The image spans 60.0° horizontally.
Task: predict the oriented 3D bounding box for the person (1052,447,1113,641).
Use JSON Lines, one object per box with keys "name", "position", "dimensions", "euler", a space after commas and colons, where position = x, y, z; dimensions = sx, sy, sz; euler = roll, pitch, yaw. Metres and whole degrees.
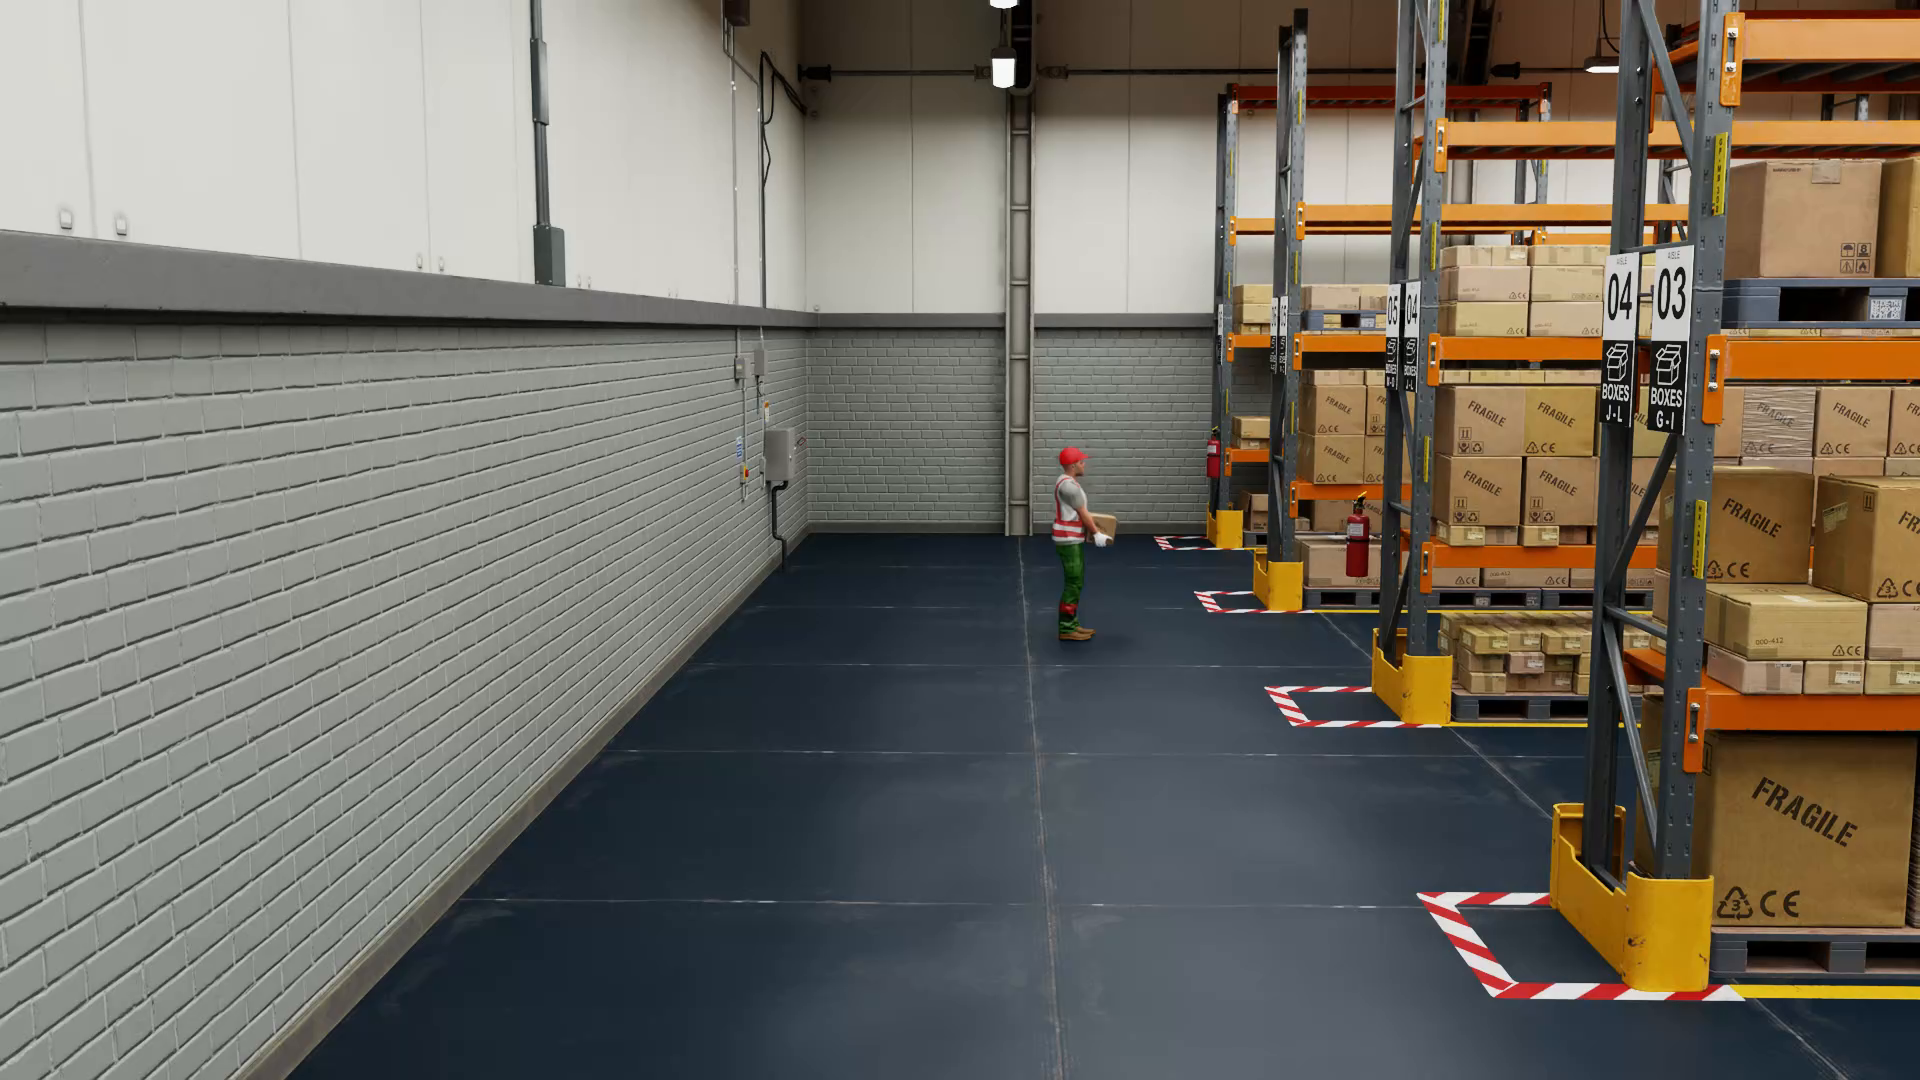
{"name": "person", "position": [1.133, 0.025, 15.466], "dimensions": [0.563, 1.787, 0.495], "euler": [0, 7, 1]}
